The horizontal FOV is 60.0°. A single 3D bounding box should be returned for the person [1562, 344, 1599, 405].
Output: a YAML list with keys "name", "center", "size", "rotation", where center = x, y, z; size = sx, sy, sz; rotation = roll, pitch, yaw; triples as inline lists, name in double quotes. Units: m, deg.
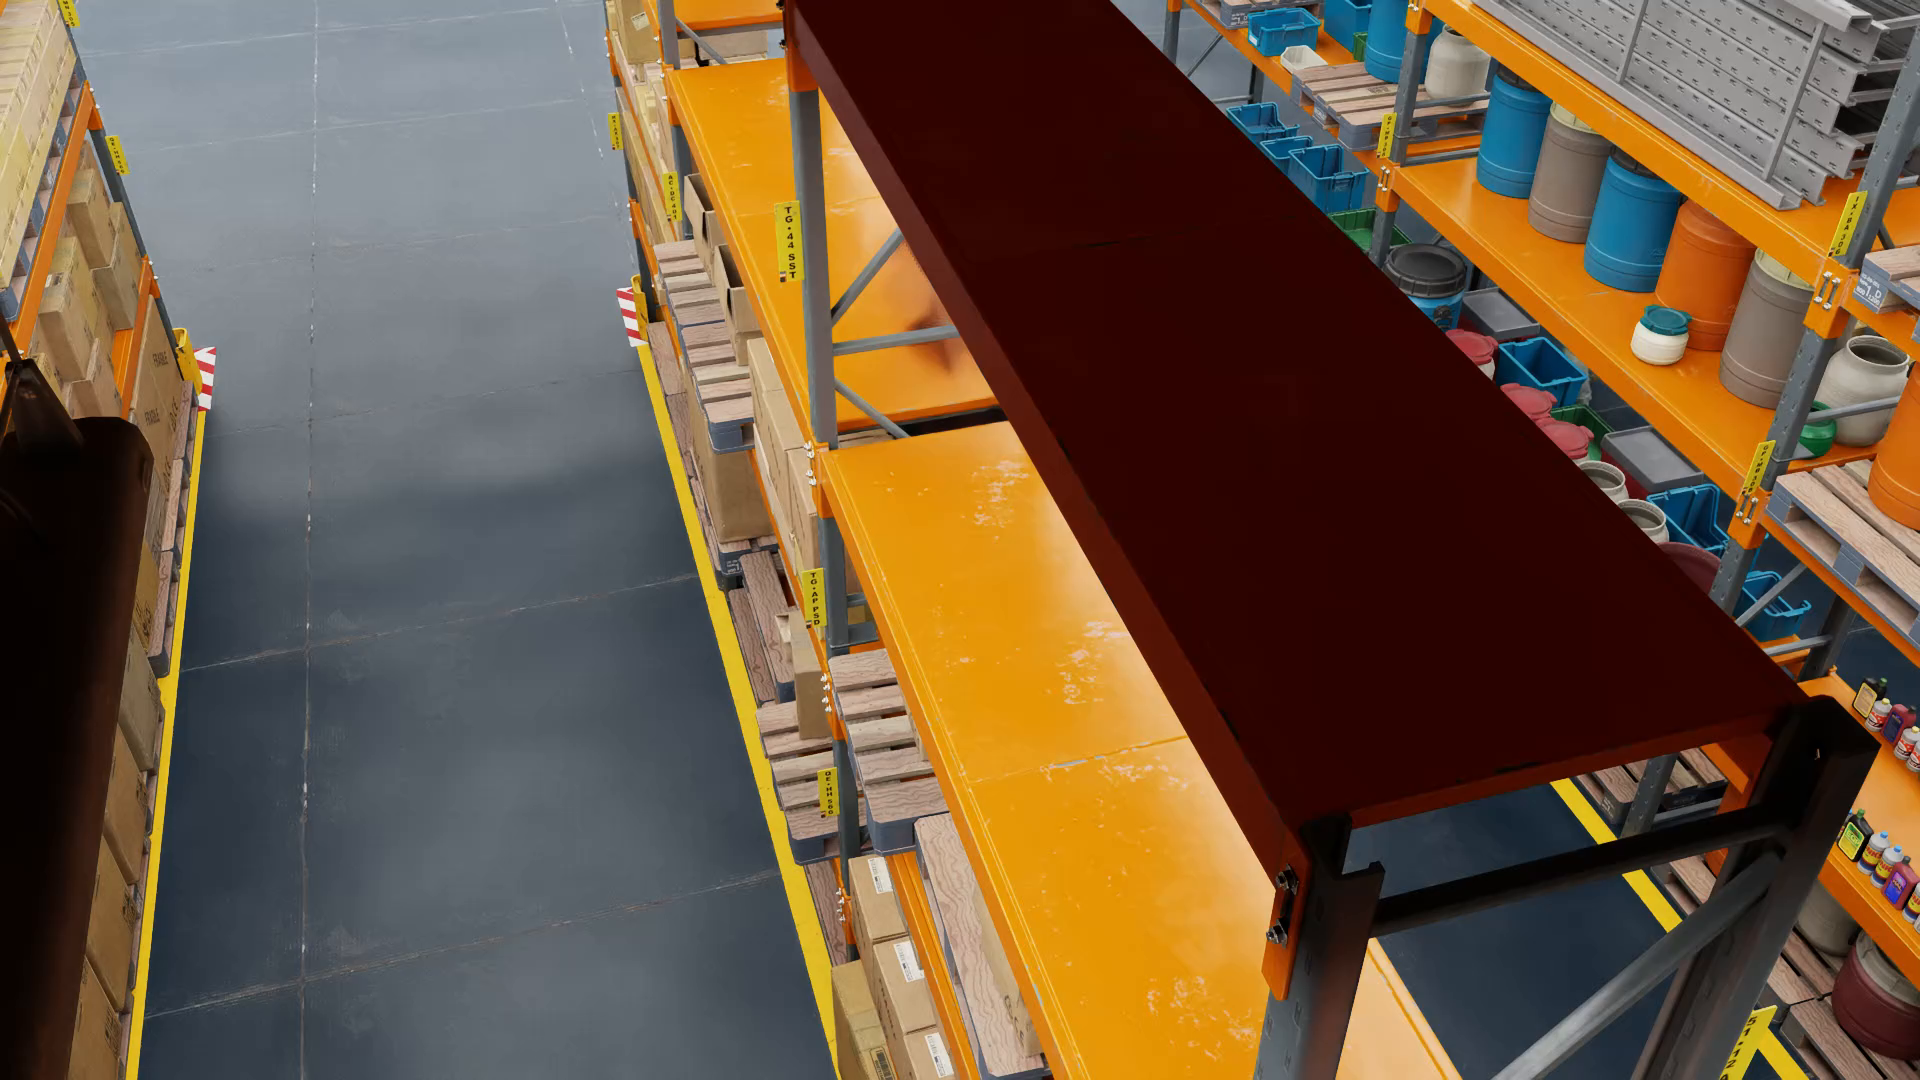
- name: "person"
  center: [5.261, -1.967, 13.908]
  size: [0.692, 1.724, 0.607]
  rotation: [-17, 42, -21]
